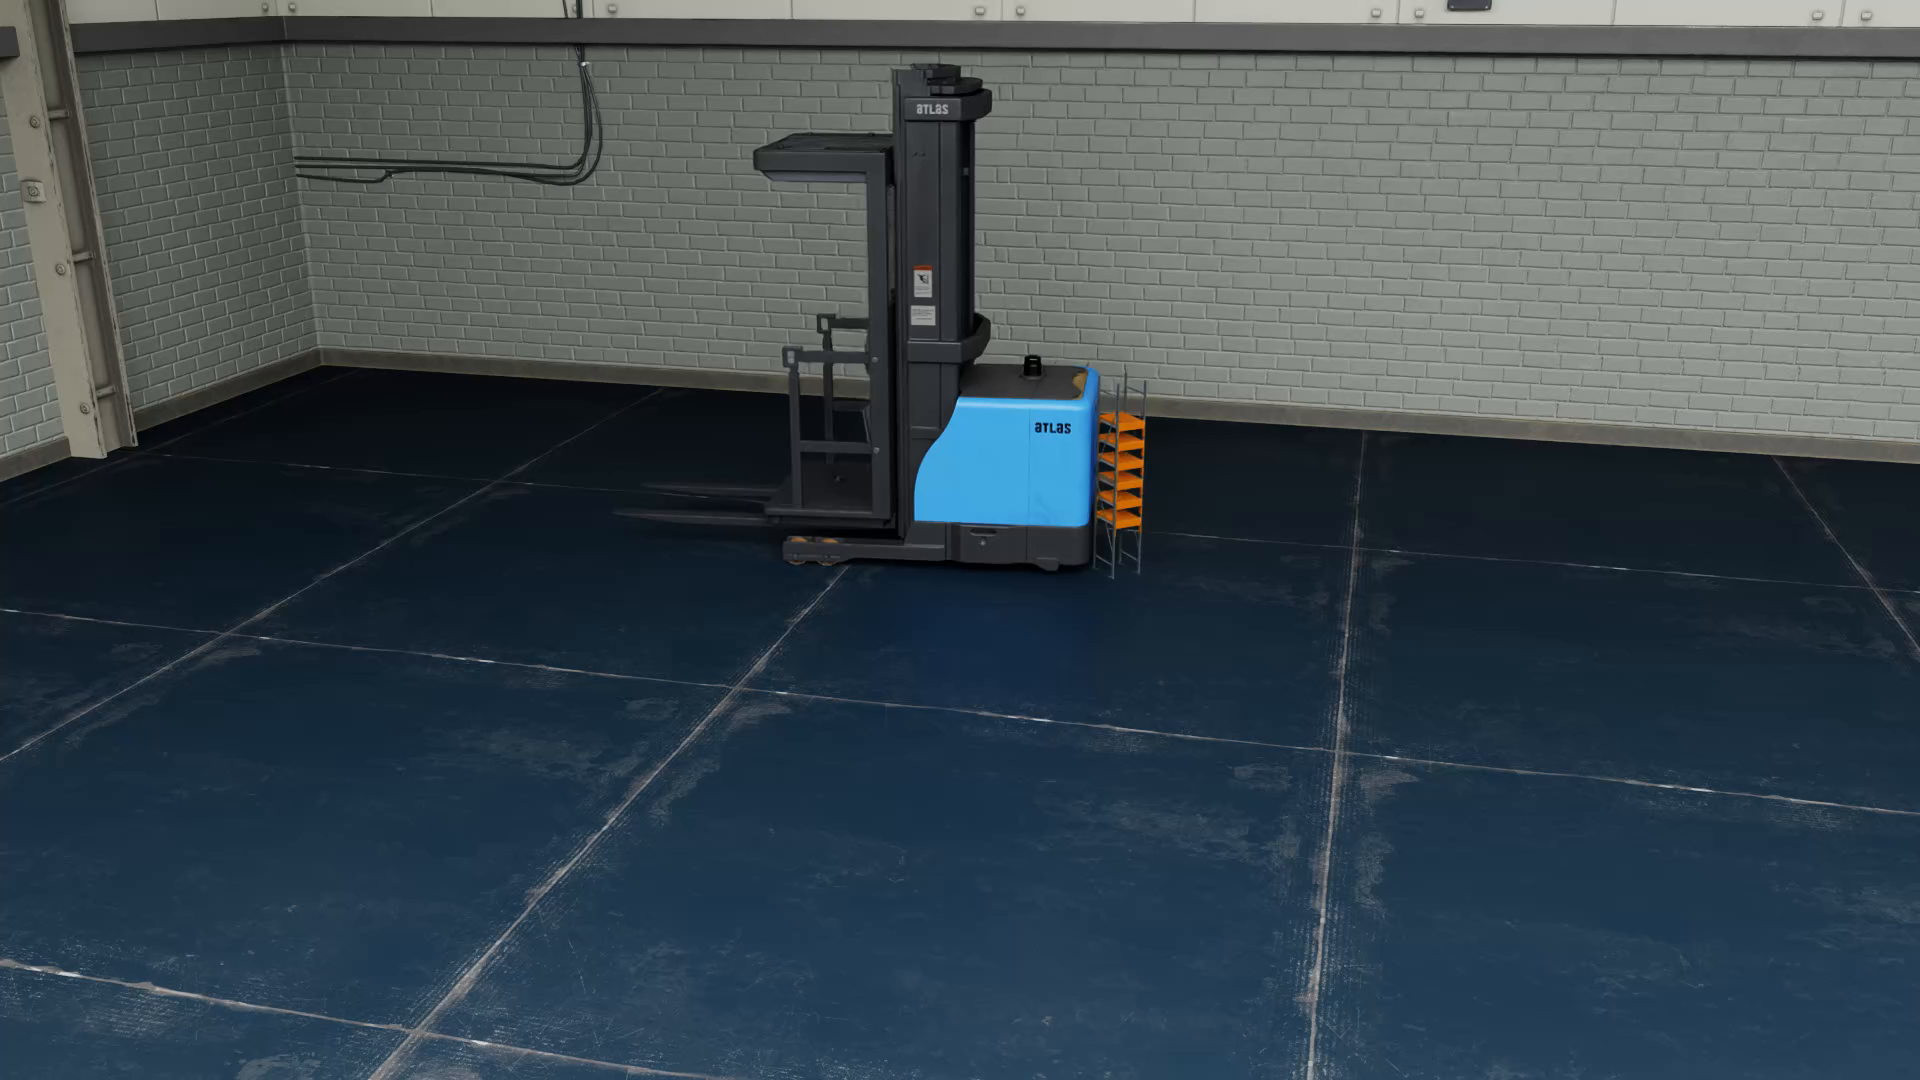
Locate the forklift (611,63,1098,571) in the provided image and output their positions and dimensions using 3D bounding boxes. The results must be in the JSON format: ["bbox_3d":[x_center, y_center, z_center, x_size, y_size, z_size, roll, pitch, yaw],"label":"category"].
[{"bbox_3d":[-0.662,-1.392,10.228,3.031,2.935,1.130,2,19,7],"label":"forklift"}]

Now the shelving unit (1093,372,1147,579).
[{"bbox_3d":[0.953,-0.381,9.947,0.189,1.200,0.258,-9,21,-24],"label":"shelving unit"}]

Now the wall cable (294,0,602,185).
[{"bbox_3d":[-4.533,-4.293,14.138,3.097,2.526,0.112,5,19,13],"label":"wall cable"}]

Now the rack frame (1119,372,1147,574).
[{"bbox_3d":[1.035,-0.394,9.985,0.006,1.200,0.240,-9,21,-24],"label":"rack frame"}]

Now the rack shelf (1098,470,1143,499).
[{"bbox_3d":[0.953,-0.339,9.961,0.180,0.103,0.258,-9,21,-24],"label":"rack shelf"}]

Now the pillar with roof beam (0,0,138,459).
[{"bbox_3d":[-2.361,-4.603,10.243,9.100,9.000,0.400,5,19,13],"label":"pillar with roof beam"}]

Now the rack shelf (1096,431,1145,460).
[{"bbox_3d":[0.953,-0.566,9.884,0.180,0.103,0.258,-9,21,-24],"label":"rack shelf"}]

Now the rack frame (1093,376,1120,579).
[{"bbox_3d":[0.870,-0.368,9.910,0.006,1.200,0.240,-9,21,-24],"label":"rack frame"}]

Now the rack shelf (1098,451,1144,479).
[{"bbox_3d":[0.953,-0.453,9.923,0.180,0.103,0.258,-9,21,-24],"label":"rack shelf"}]

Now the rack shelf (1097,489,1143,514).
[{"bbox_3d":[0.953,-0.226,10.000,0.180,0.103,0.258,-9,21,-24],"label":"rack shelf"}]

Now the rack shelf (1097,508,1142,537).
[{"bbox_3d":[0.953,-0.112,10.039,0.180,0.103,0.258,-9,21,-24],"label":"rack shelf"}]

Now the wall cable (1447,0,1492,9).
[{"bbox_3d":[4.668,-6.617,10.877,2.305,6.003,0.169,5,19,13],"label":"wall cable"}]

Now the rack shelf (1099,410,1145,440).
[{"bbox_3d":[0.953,-0.680,9.845,0.180,0.103,0.258,-9,21,-24],"label":"rack shelf"}]
